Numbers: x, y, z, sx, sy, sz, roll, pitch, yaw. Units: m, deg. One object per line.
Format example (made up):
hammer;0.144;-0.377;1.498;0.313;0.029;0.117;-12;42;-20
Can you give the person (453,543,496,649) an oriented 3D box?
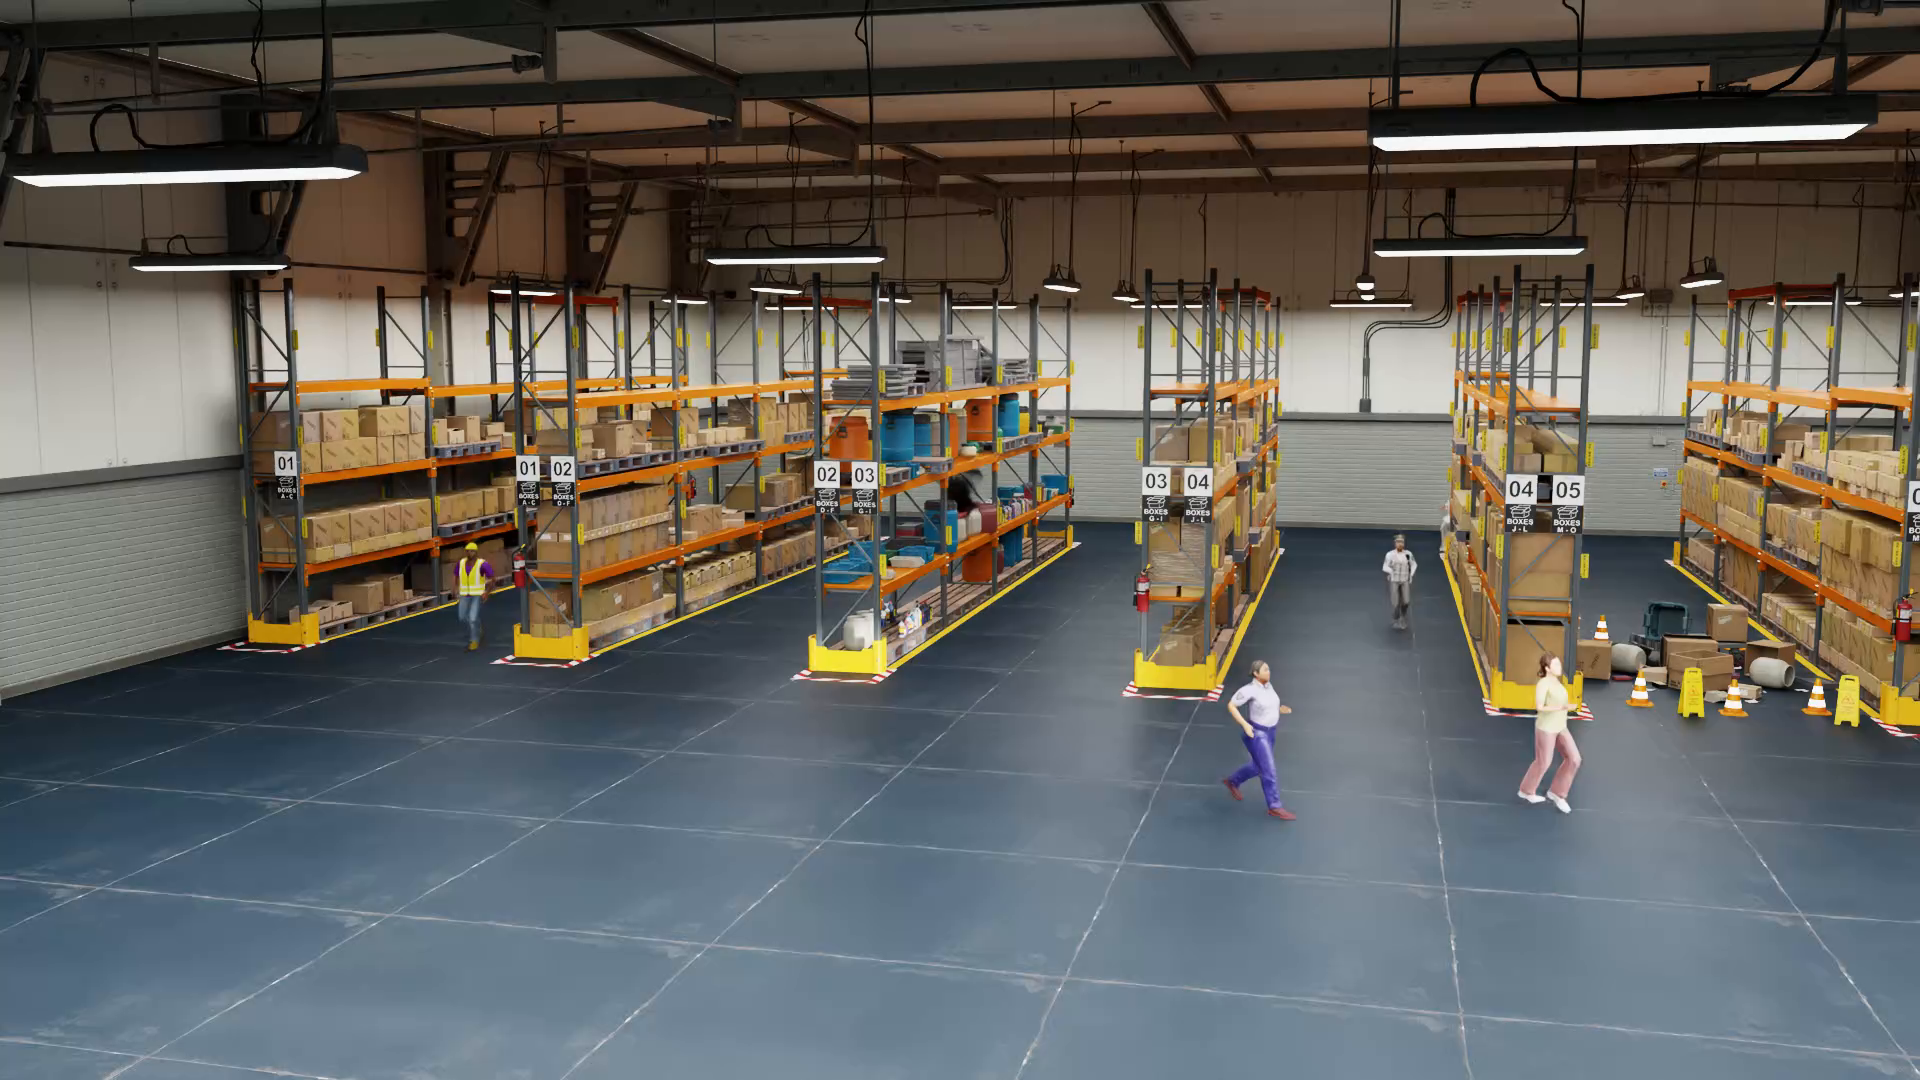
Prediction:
person;-7.966;0.902;27.179;0.734;1.731;0.551;1;7;9

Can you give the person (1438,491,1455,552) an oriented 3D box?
person;11.734;-0.519;39.330;0.755;1.710;0.763;0;7;0

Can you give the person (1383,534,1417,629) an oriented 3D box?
person;7.655;0.727;28.731;0.504;1.656;0.598;1;7;8

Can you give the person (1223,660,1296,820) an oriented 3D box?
person;3.172;2.071;17.580;0.924;1.632;0.608;5;9;38

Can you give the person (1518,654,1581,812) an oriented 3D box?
person;6.307;2.055;17.761;0.558;1.705;0.670;-5;9;-38
